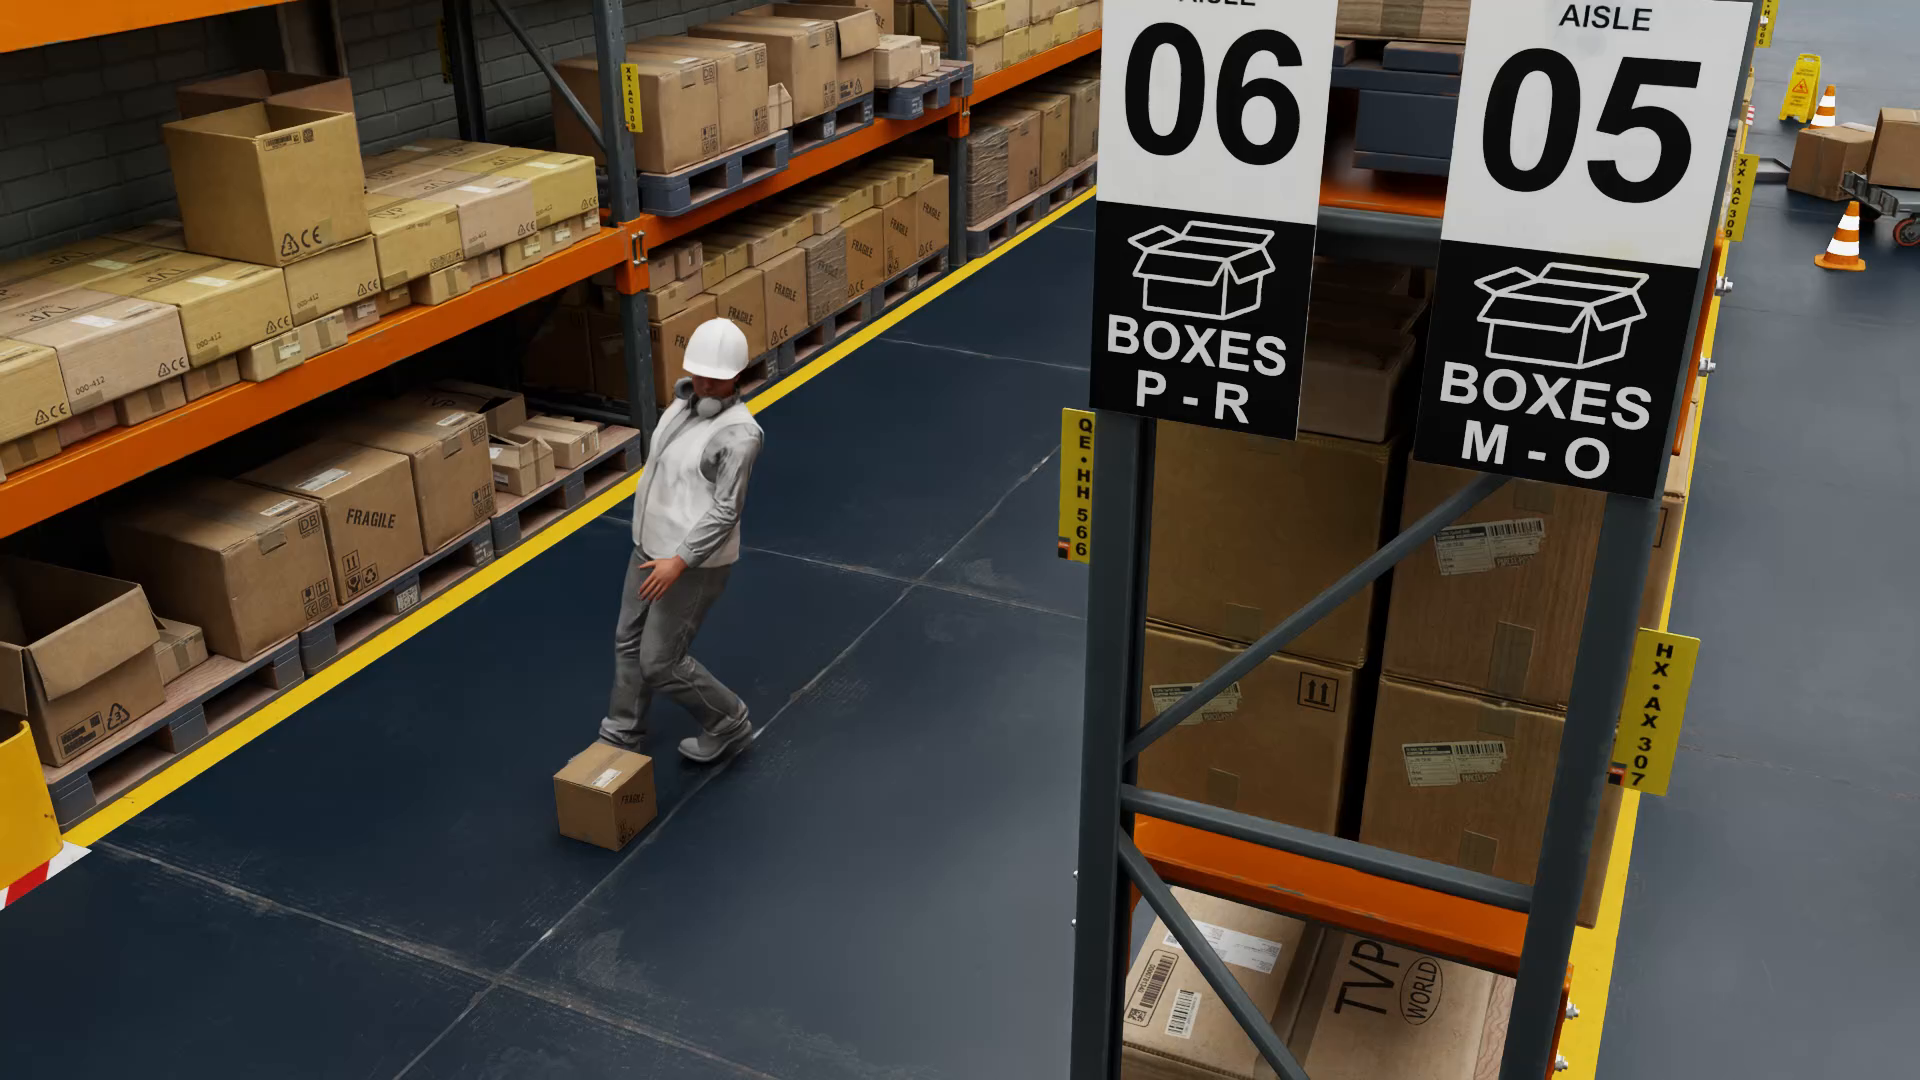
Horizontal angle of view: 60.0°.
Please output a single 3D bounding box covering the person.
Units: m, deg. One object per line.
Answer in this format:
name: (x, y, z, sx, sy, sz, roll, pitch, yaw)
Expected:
person: (-1.093, 0.072, 6.011, 0.779, 1.729, 0.568, -16, 30, -30)
